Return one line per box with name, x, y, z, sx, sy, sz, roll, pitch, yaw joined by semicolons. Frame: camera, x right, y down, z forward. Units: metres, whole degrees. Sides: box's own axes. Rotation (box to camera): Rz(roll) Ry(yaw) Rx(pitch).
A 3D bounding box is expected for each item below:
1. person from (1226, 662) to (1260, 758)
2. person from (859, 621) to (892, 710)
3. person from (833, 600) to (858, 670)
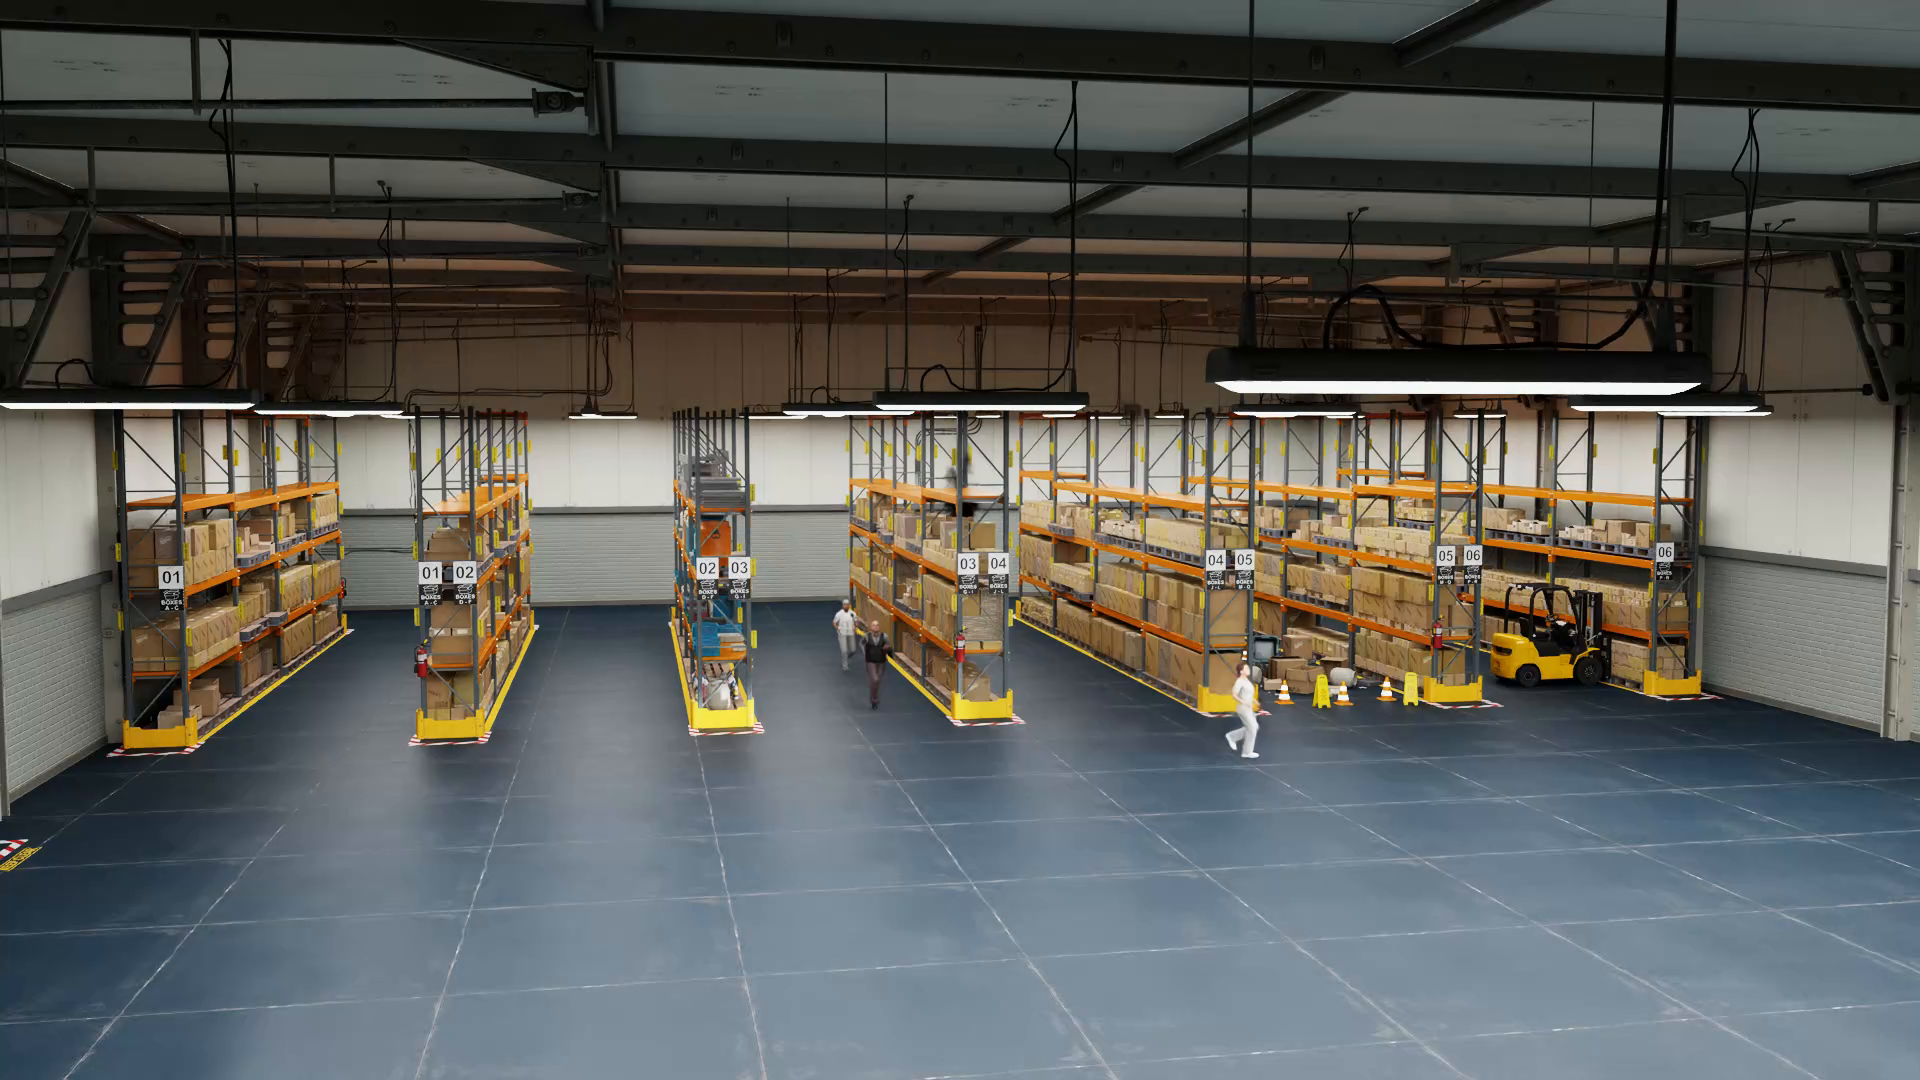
person;4.809;2.891;28.377;0.625;1.620;0.564;2;5;30
person;-1.675;2.424;33.356;0.628;1.628;0.781;-1;4;-18
person;-2.638;2.183;38.436;0.605;1.615;0.579;-1;4;-15
